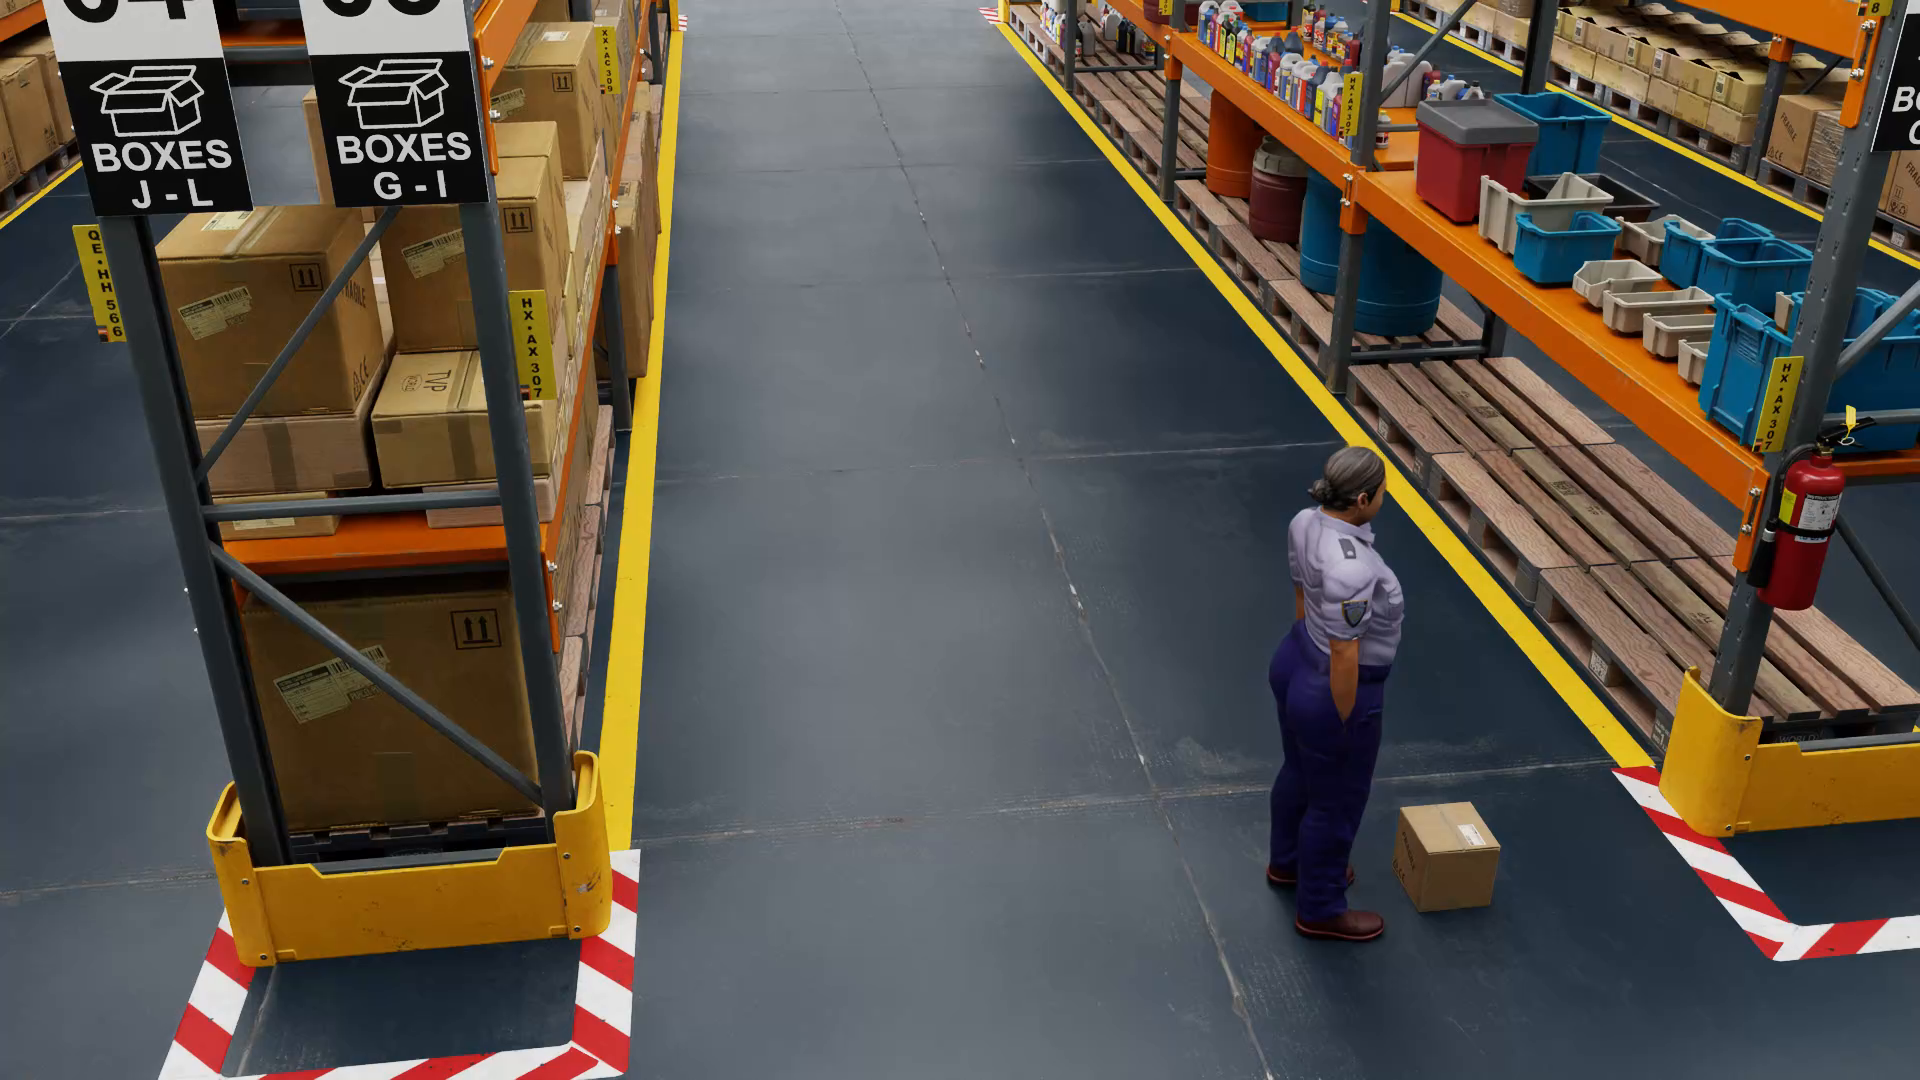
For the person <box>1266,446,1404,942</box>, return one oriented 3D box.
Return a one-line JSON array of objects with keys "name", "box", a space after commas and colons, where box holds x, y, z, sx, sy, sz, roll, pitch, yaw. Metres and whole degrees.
[{"name": "person", "box": [1.180, 0.470, 5.218, 0.382, 1.661, 0.474, -3, 28, -6]}]
